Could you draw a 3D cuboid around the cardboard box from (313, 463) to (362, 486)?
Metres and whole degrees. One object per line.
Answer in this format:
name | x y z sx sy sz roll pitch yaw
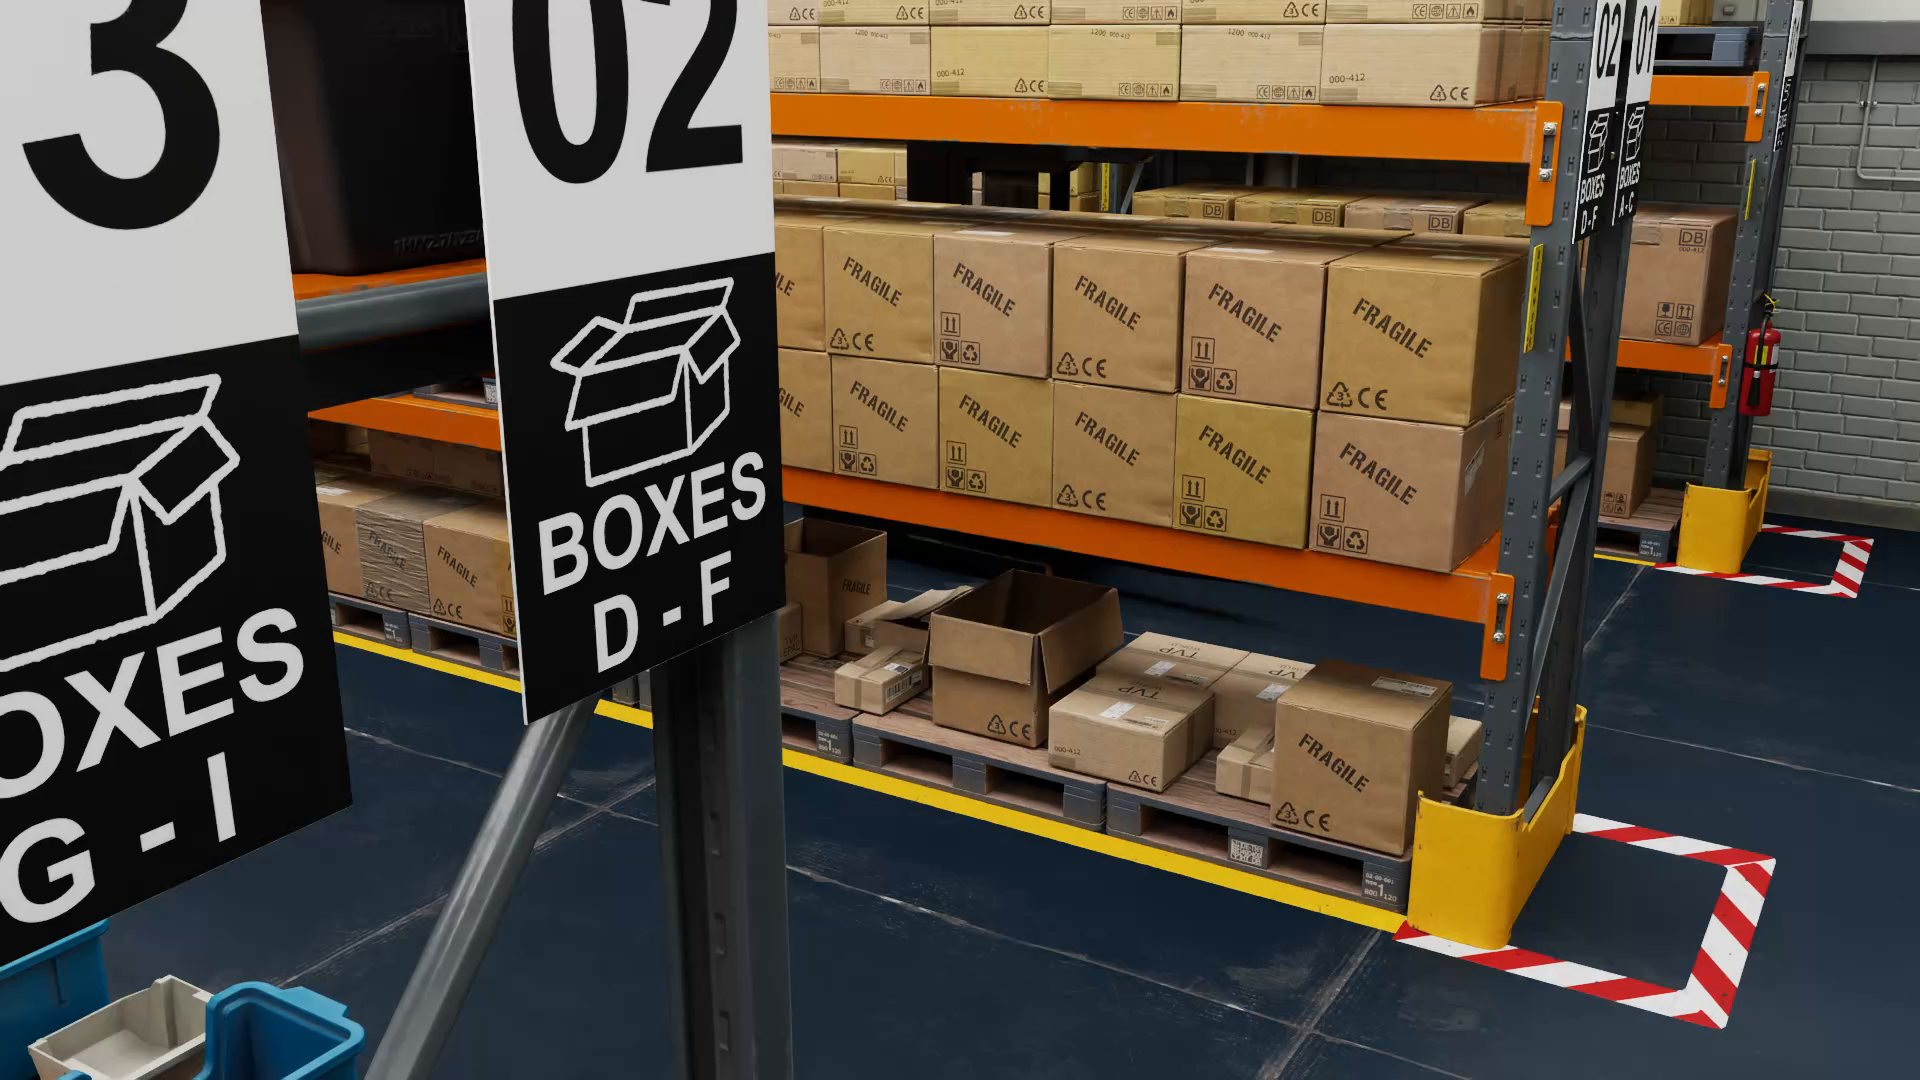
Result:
cardboard box | -3.625 -0.110 9.126 0.500 0.500 0.500 10 19 29

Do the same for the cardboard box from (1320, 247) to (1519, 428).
cardboard box | 1.557 -0.700 5.633 0.500 0.500 0.500 10 20 30

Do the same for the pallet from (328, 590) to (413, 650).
pallet | -3.085 0.252 9.189 1.213 0.211 1.003 10 20 30

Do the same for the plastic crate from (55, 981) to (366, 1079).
plastic crate | -1.115 0.884 2.495 0.300 0.233 0.416 10 20 30

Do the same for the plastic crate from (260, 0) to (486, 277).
plastic crate | -0.698 -0.448 1.760 0.590 0.269 0.497 10 20 30

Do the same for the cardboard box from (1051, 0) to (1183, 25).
cardboard box | 0.658 -1.945 5.860 0.500 0.250 0.500 10 20 30

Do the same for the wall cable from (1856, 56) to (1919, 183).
wall cable | 6.255 -1.927 9.817 1.851 1.984 0.084 10 20 30

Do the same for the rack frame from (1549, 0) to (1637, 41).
rack frame | 2.080 -3.045 4.922 0.127 3.000 1.000 10 20 30

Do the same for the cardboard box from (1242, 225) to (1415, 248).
cardboard box | 1.390 -0.911 6.327 0.500 0.500 0.500 10 20 31

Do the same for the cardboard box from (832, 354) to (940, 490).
cardboard box | -0.174 -0.532 6.799 0.500 0.500 0.500 10 20 30

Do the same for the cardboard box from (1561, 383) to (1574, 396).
cardboard box | 3.799 -0.906 10.665 0.250 0.149 0.380 10 20 30

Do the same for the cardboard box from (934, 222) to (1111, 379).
cardboard box | 0.244 -0.933 6.398 0.500 0.500 0.500 11 20 32

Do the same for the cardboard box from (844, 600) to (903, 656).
cardboard box | -0.344 0.429 7.955 0.250 0.149 0.380 10 20 30

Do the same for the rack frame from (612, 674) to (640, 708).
rack frame | -1.329 -0.783 7.797 0.127 3.000 1.000 10 20 30

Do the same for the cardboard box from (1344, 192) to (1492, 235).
cardboard box | 2.959 -1.846 10.783 0.700 0.700 0.980 9 19 27

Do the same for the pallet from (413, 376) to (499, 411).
pallet | -1.953 -0.839 8.314 1.213 0.211 1.003 10 20 30

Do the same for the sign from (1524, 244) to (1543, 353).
sign | 1.772 -0.745 5.137 0.005 0.325 0.100 10 20 30

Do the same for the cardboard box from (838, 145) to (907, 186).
cardboard box | -0.571 -2.811 12.467 0.500 0.250 0.500 10 19 29

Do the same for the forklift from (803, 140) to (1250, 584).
forklift | 0.507 -1.297 9.607 3.031 2.935 1.130 12 20 34

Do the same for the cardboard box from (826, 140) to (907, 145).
cardboard box | -0.751 -3.014 13.134 0.500 0.250 0.500 10 19 29

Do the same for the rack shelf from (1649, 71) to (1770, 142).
rack shelf | 2.965 -2.797 10.505 4.000 0.370 1.077 10 20 30

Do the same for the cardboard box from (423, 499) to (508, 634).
cardboard box | -2.316 0.121 8.364 0.500 0.500 0.500 10 20 30

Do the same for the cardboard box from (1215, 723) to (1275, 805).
cardboard box | 1.190 0.865 6.490 0.250 0.166 0.380 10 20 30

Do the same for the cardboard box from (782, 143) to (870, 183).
cardboard box | -1.010 -2.888 12.718 0.500 0.250 0.500 10 20 30

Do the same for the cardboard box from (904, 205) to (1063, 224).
cardboard box | 0.105 -1.142 7.088 0.500 0.500 0.500 10 20 30

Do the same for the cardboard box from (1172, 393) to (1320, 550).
cardboard box | 1.112 -0.301 6.039 0.500 0.500 0.500 10 20 31

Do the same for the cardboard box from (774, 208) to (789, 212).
cardboard box | -1.074 -1.168 7.172 0.500 0.500 0.500 11 20 31

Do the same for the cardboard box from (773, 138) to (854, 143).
cardboard box | -1.186 -3.093 13.393 0.500 0.250 0.500 9 19 28

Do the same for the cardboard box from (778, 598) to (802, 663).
cardboard box | -1.084 0.411 7.737 0.500 0.311 0.500 10 20 30

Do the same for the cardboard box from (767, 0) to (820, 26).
cardboard box | -0.617 -2.174 6.615 0.500 0.250 0.500 10 20 30

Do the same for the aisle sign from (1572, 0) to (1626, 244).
aisle sign | 1.978 -1.332 5.132 0.004 0.787 0.394 10 20 30

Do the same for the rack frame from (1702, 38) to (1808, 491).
rack frame | 4.669 -1.402 9.835 0.127 3.000 1.000 10 20 30

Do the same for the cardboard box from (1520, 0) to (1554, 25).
cardboard box | 1.778 -1.920 5.777 0.500 0.250 0.500 10 20 30

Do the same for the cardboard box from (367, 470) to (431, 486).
cardboard box | -2.926 -0.164 9.305 0.500 0.500 0.500 9 19 28

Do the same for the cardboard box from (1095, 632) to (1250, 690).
cardboard box | 0.913 0.626 7.134 0.500 0.250 0.500 10 20 30

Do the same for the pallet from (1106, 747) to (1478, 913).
pallet | 1.335 1.028 6.636 1.213 0.211 1.003 10 20 30

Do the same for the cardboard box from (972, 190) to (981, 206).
cardboard box | 0.295 -2.293 12.050 0.500 0.500 0.500 10 20 31

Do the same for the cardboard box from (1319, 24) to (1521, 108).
cardboard box | 1.504 -1.551 5.422 0.500 0.250 0.500 10 20 30

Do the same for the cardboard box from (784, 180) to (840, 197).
cardboard box | -1.004 -2.523 12.809 0.500 0.500 0.500 10 20 30

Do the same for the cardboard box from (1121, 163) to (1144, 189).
cardboard box | 1.005 -2.703 12.111 0.500 0.250 0.500 11 20 32

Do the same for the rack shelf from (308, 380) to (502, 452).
rack shelf | -3.033 -0.743 8.903 4.000 0.370 1.077 10 20 30

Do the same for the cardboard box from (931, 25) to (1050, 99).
cardboard box | 0.233 -1.782 6.185 0.500 0.250 0.500 10 20 30

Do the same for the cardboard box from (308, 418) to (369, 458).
cardboard box | -3.767 -0.673 9.689 0.500 0.250 0.500 11 20 32
